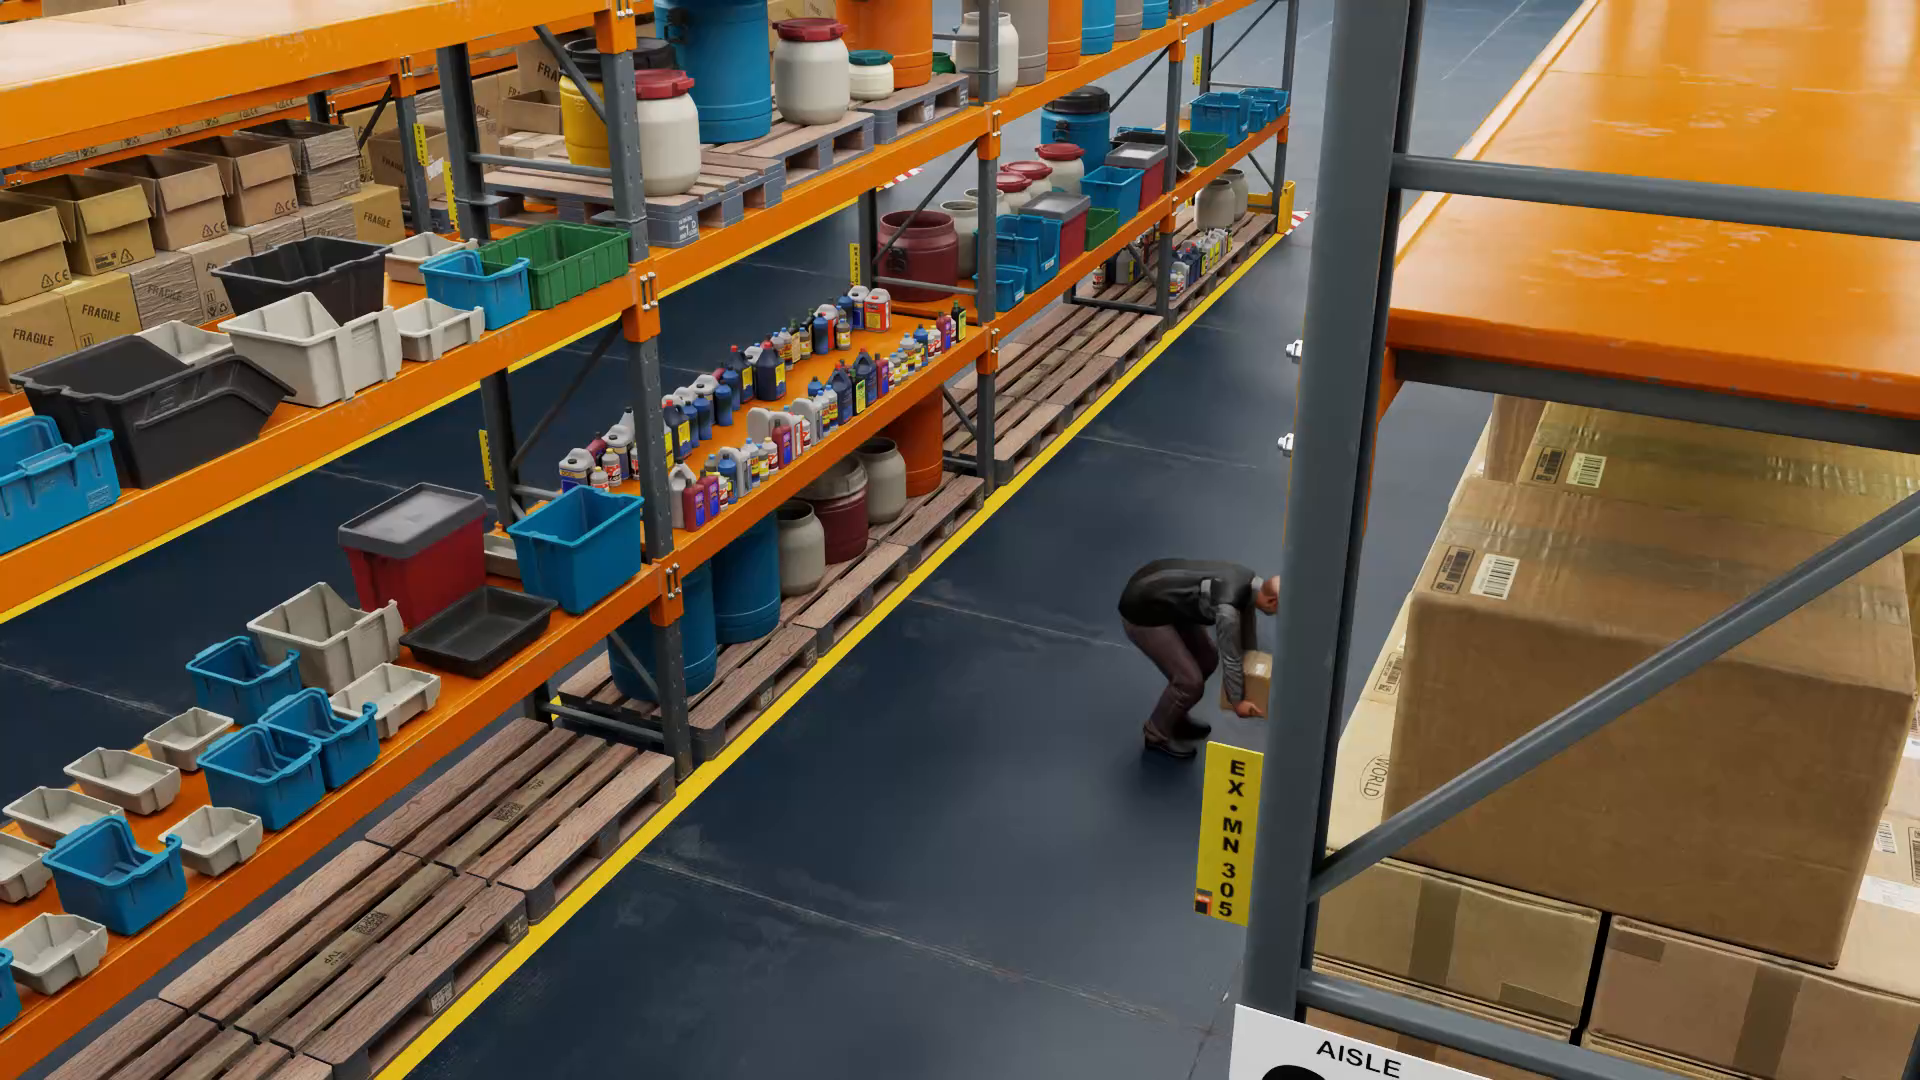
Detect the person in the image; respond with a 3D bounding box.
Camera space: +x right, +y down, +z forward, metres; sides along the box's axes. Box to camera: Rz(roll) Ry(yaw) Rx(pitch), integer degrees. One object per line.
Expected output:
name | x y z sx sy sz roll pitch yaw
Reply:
person | 1.312 0.620 8.886 0.945 1.109 0.480 10 28 20
